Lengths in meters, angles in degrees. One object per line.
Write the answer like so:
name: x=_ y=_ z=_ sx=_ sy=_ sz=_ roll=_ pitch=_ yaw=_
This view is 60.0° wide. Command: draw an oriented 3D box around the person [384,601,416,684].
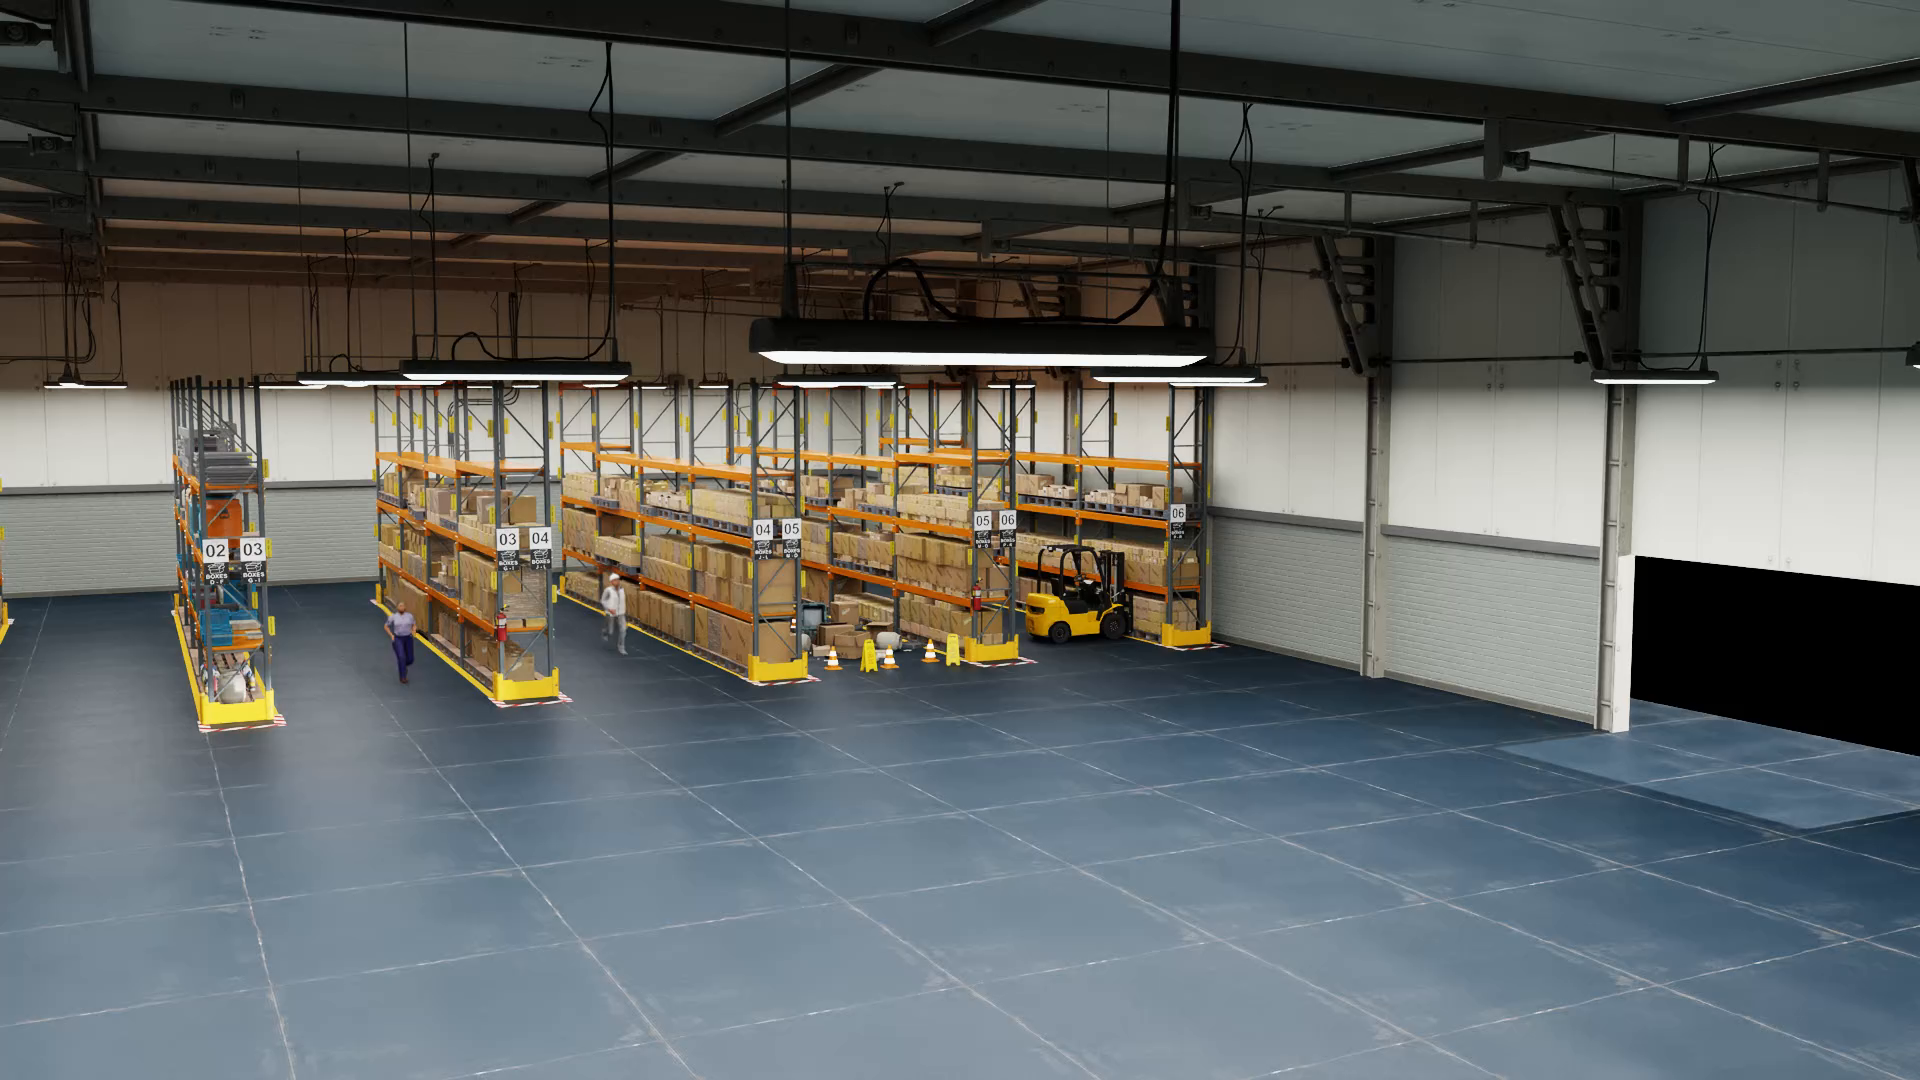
person: x=-11.043 y=2.002 z=32.875 sx=0.615 sy=1.602 sz=0.727 roll=-4 pitch=6 yaw=-36

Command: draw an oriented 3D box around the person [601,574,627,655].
person: x=-7.605 y=1.623 z=36.623 sx=0.643 sy=1.759 sz=1.000 roll=-3 pitch=6 yaw=-33
